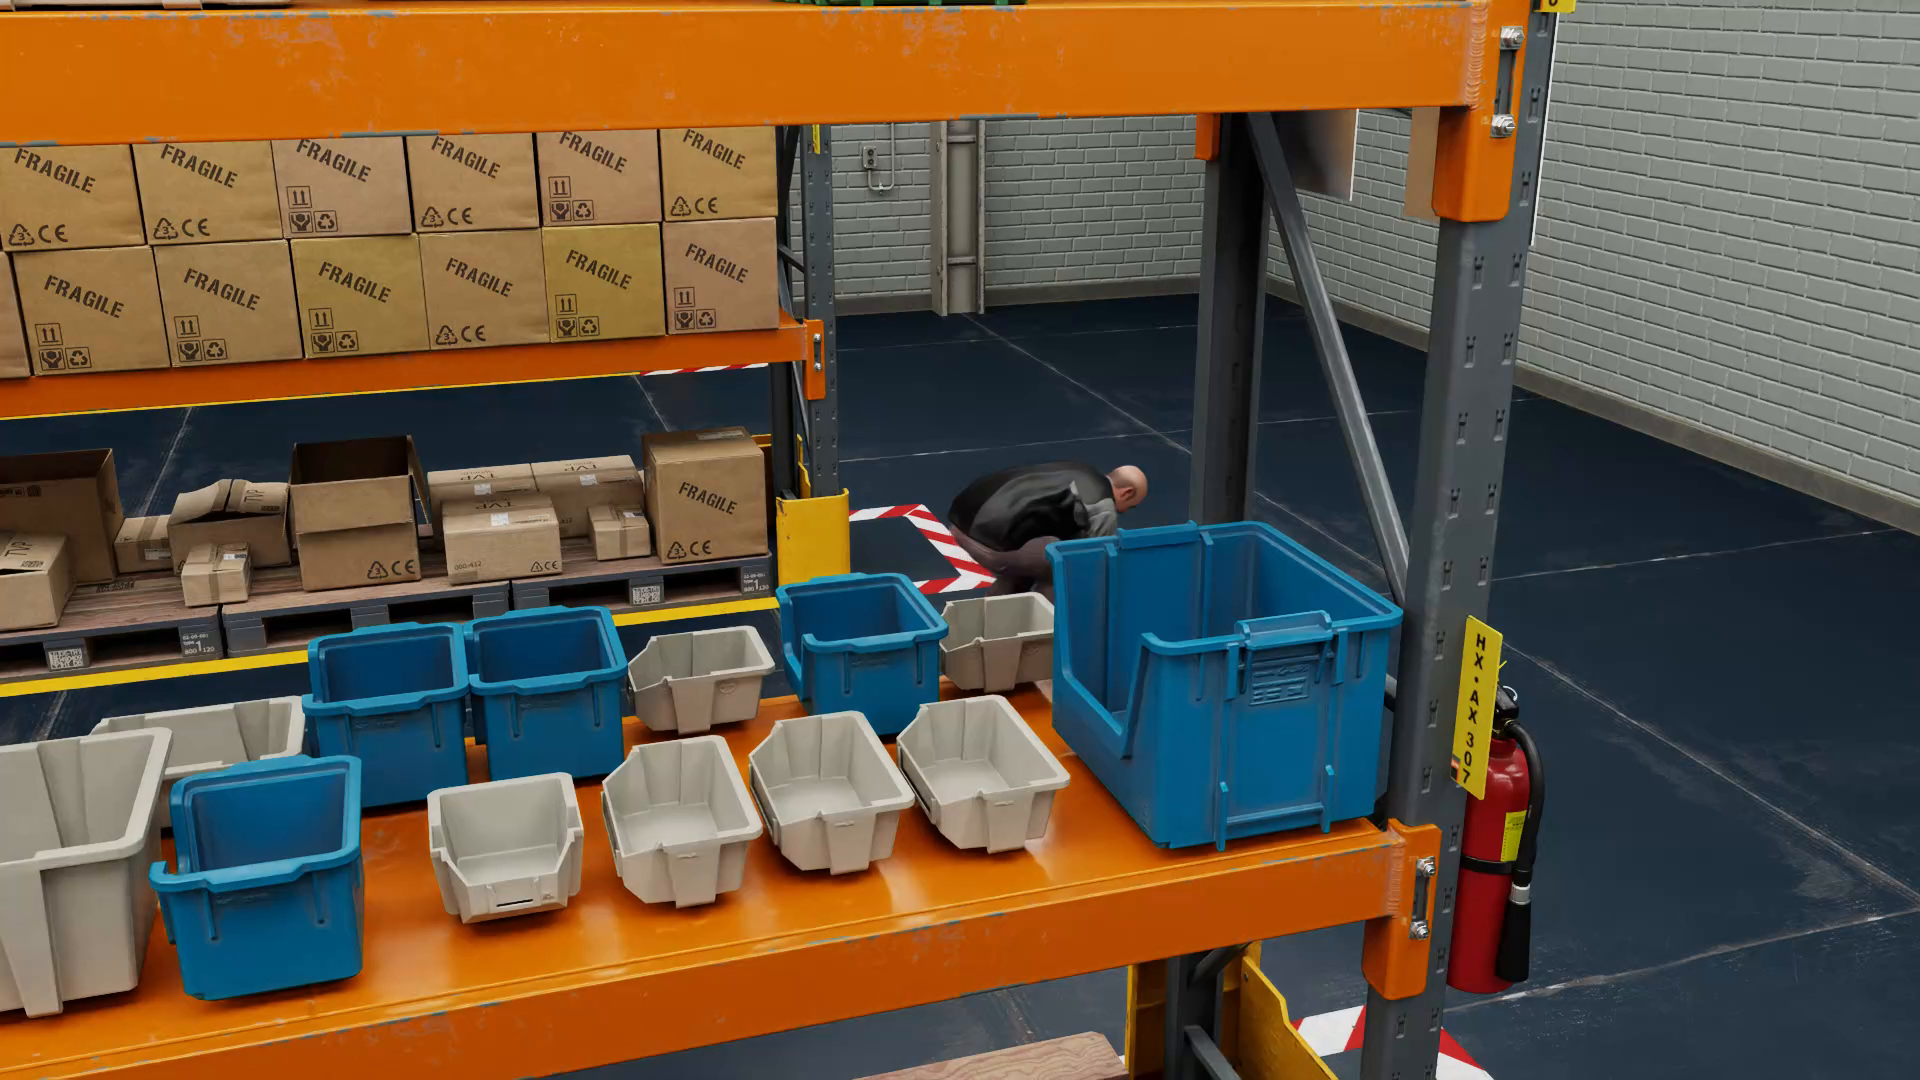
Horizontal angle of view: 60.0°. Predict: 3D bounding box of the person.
[{"bbox_3d":[0.413,0.043,7.440,0.944,0.803,0.506,-8,20,-21],"label":"person"}]
